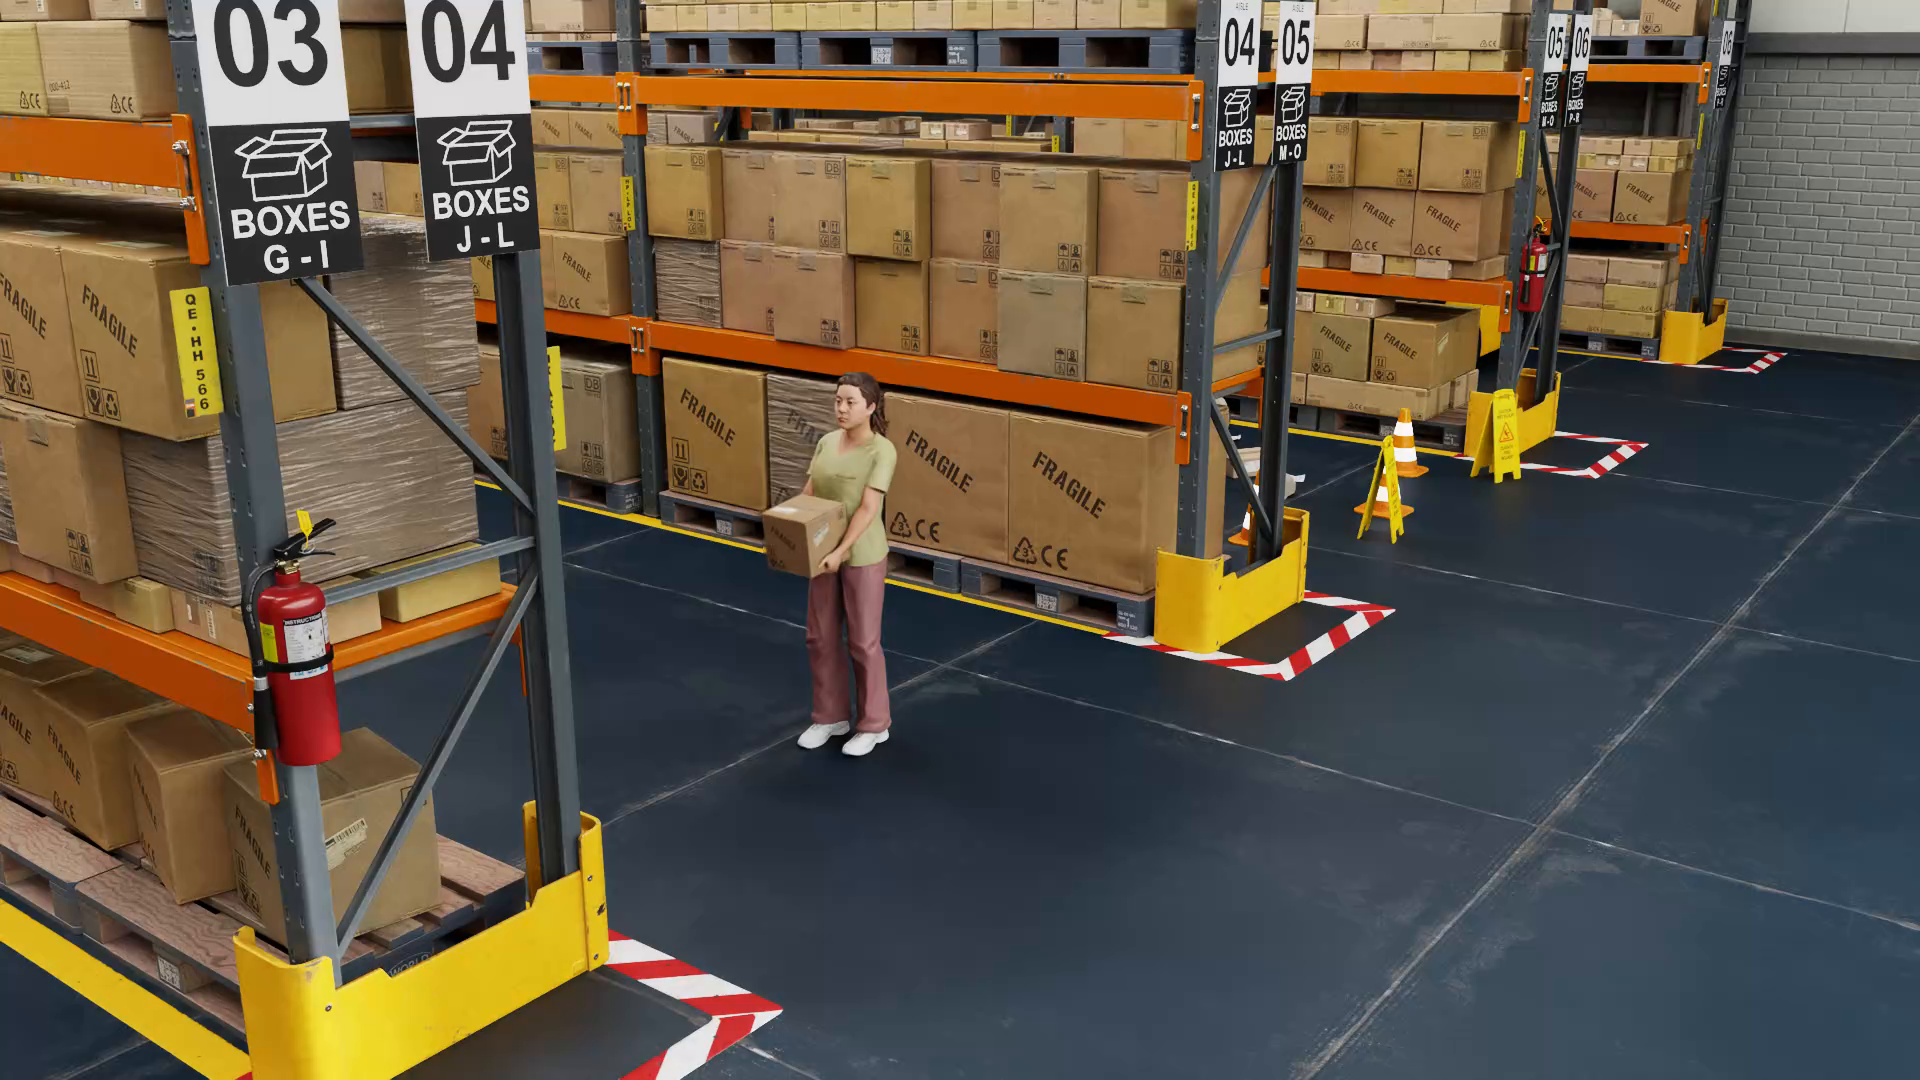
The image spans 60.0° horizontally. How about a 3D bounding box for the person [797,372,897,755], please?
[{"bbox_3d":[-0.522,0.112,7.187,0.425,1.666,0.554,12,21,36],"label":"person"}]
